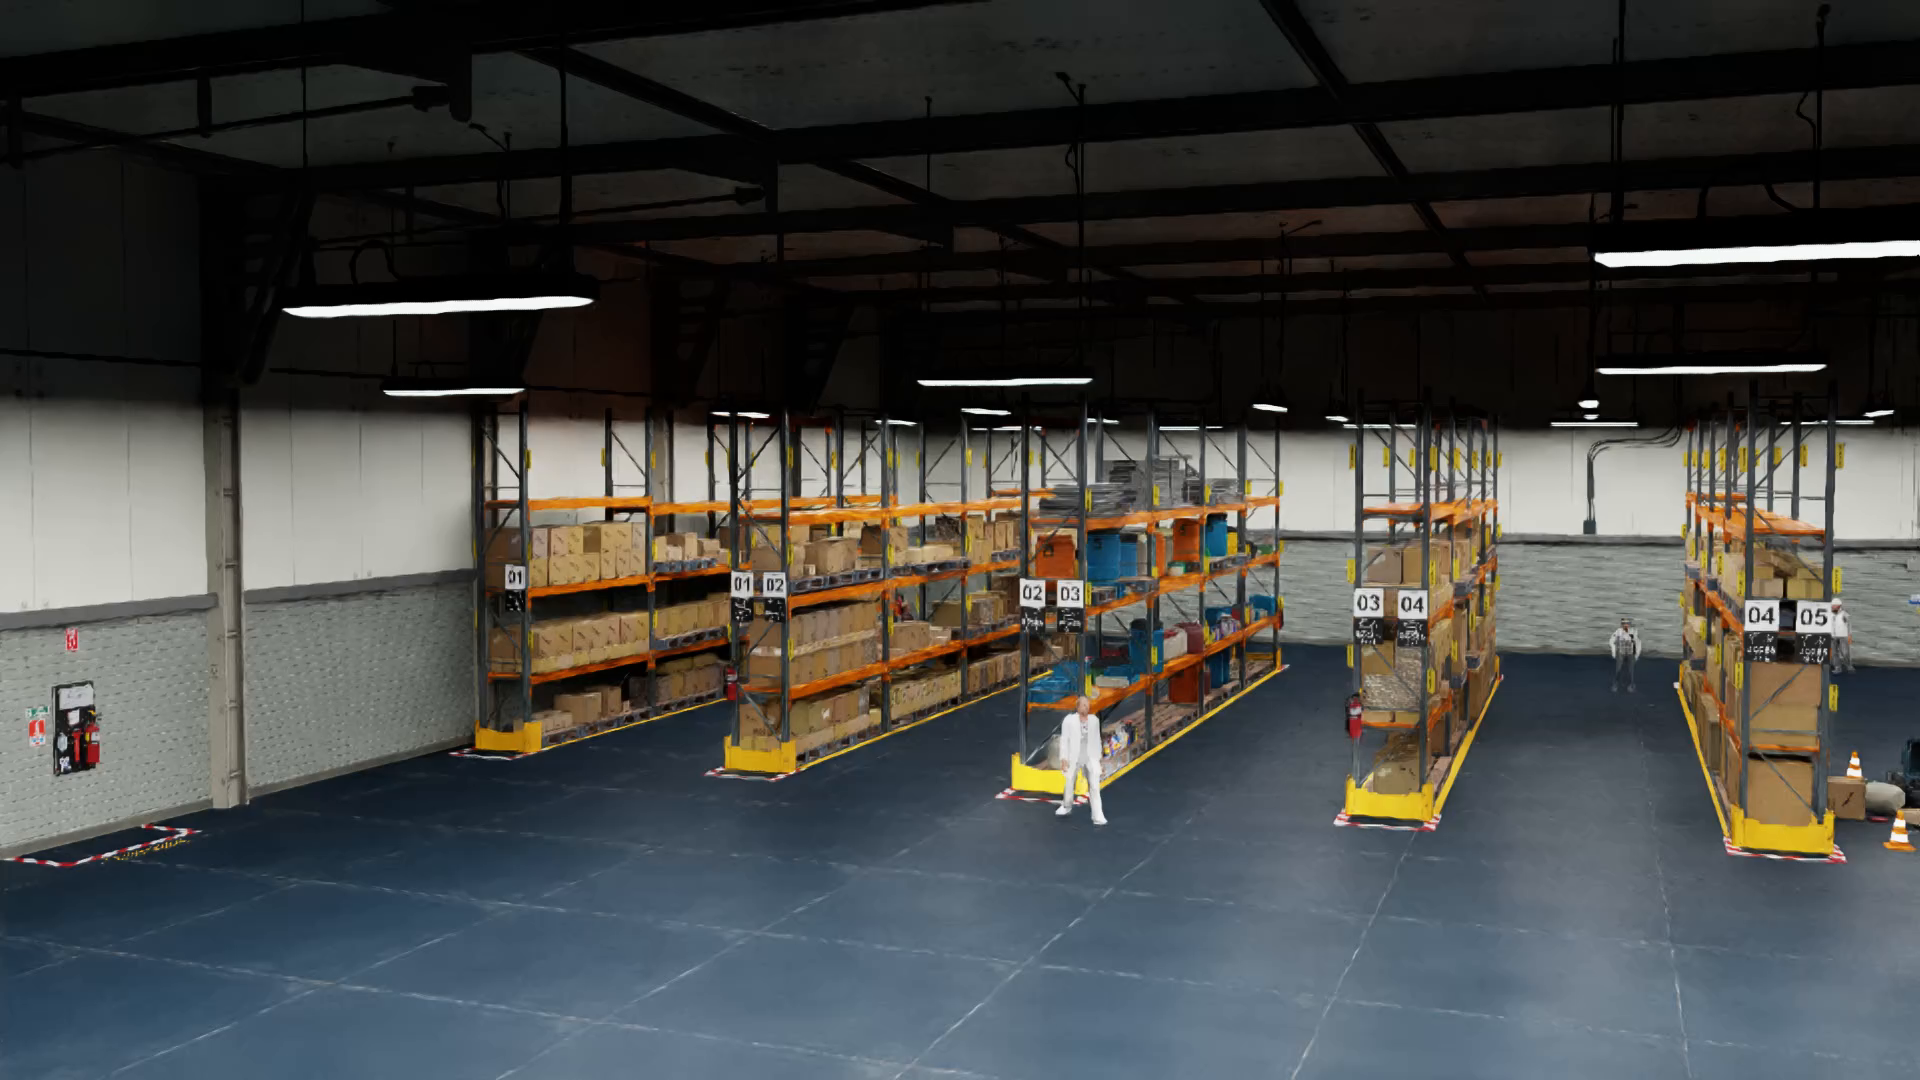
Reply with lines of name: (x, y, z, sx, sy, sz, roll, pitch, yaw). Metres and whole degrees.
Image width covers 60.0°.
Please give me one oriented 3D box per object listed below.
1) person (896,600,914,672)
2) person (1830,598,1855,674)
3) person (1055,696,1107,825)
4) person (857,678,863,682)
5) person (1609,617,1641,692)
person: (-1.212, 2.268, 37.915, 0.514, 1.778, 0.635, 0, 3, -7)
person: (20.578, 2.235, 38.858, 0.568, 1.761, 0.583, -2, 3, -33)
person: (1.649, 3.013, 22.869, 0.615, 1.749, 1.009, 0, 3, -5)
person: (-2.160, 2.572, 34.257, 0.566, 1.541, 0.519, 1, 3, 18)
person: (14.304, 2.454, 35.761, 0.639, 1.632, 0.512, 1, 3, 19)
